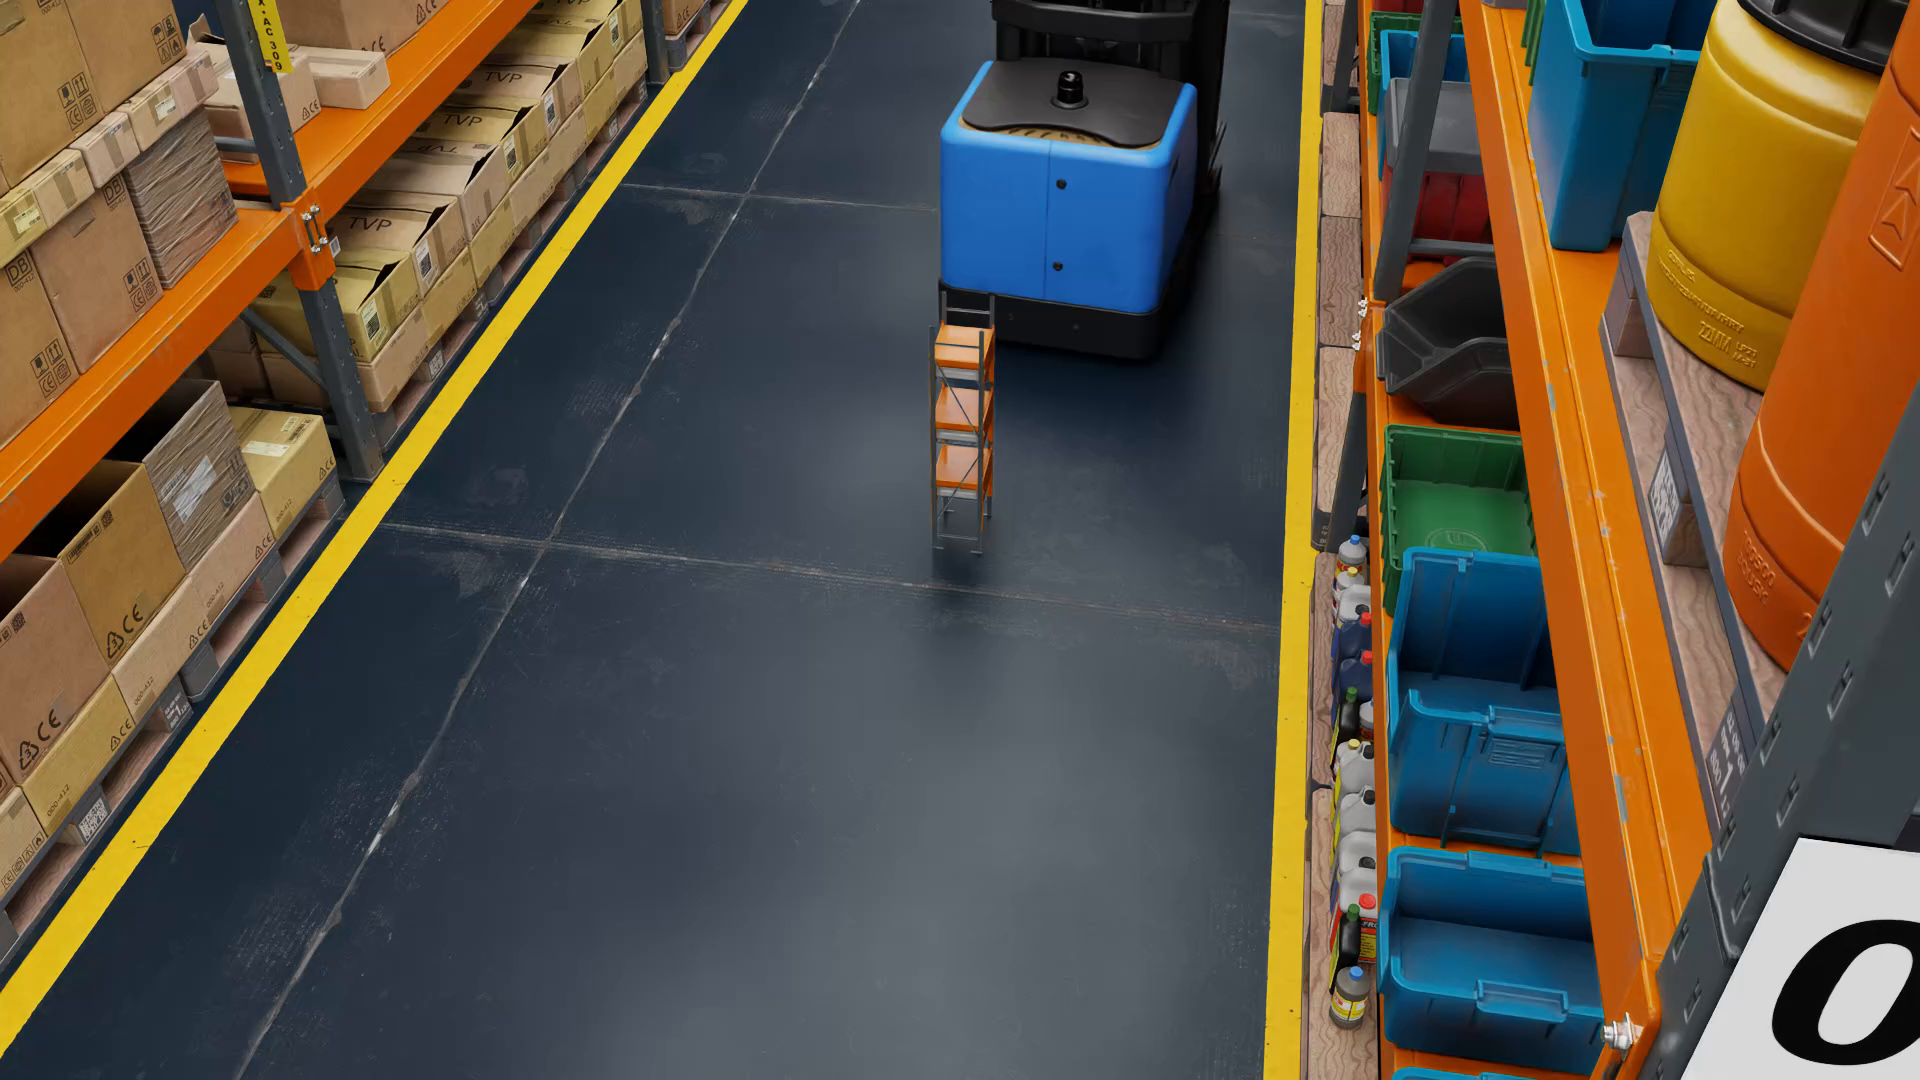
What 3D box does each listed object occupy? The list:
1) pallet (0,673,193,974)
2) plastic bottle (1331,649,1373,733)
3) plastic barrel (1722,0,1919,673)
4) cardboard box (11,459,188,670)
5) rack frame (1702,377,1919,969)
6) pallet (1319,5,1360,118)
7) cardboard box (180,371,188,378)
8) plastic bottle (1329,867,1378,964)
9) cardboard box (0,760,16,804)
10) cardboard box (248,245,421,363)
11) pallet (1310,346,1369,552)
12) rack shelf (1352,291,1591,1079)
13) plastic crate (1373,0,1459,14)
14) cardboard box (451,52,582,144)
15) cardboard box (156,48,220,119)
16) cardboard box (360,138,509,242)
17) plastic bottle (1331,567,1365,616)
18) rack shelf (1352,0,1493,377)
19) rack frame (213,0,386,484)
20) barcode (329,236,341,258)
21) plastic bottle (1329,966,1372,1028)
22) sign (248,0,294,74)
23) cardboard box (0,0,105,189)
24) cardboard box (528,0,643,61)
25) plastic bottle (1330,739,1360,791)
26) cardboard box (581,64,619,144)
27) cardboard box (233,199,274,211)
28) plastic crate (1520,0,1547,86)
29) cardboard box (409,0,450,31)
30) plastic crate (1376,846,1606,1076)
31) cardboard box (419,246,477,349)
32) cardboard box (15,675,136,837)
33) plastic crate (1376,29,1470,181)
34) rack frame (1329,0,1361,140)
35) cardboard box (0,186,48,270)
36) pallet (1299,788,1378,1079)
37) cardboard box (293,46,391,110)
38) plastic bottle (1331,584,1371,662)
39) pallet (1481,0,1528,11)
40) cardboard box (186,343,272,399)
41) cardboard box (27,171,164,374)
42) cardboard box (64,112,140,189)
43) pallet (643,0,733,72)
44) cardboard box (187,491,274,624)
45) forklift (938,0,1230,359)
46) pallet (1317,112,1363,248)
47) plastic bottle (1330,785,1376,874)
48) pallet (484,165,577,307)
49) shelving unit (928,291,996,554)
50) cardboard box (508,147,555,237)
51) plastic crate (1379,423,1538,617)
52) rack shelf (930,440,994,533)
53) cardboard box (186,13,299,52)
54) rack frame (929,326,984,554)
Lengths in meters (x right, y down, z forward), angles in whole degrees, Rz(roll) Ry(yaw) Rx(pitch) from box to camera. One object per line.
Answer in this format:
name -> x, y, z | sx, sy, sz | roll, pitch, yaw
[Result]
pallet -> -3.354, 0.850, 5.556 | 1.003, 0.211, 1.213 | 6, 40, 8
plastic bottle -> 1.330, 0.492, 5.534 | 0.144, 0.351, 0.185 | 5, 40, 6
plastic barrel -> 1.178, -0.231, 1.654 | 0.600, 0.830, 0.708 | 6, 40, 8
cardboard box -> -3.012, 0.064, 5.559 | 0.500, 0.500, 0.500 | 6, 40, 8
rack frame -> 1.219, -0.740, 0.583 | 1.000, 3.000, 0.127 | 6, 40, 8
pallet -> 2.699, -2.874, 10.060 | 1.003, 0.211, 1.213 | 6, 40, 8
cardboard box -> -3.355, -0.622, 6.388 | 0.500, 0.500, 0.500 | 6, 40, 8
plastic bottle -> 1.176, 1.096, 4.863 | 0.152, 0.276, 0.135 | 7, 40, 8
cardboard box -> -3.188, 0.691, 4.800 | 0.500, 0.500, 0.500 | 6, 40, 8
cardboard box -> -2.650, -1.037, 7.039 | 0.500, 0.311, 0.500 | 7, 40, 8
pallet -> 2.009, -0.361, 7.021 | 1.003, 0.211, 1.213 | 6, 40, 8
rack shelf -> 1.565, 0.594, 4.242 | 1.077, 0.370, 4.000 | 6, 40, 8
plastic crate -> 2.023, -2.493, 7.361 | 0.402, 0.464, 0.583 | 6, 40, 8
cardboard box -> -2.296, -2.316, 8.586 | 0.500, 0.311, 0.500 | 6, 40, 7
cardboard box -> -2.803, -1.581, 5.721 | 0.380, 0.149, 0.250 | 6, 40, 8
cardboard box -> -2.469, -1.676, 7.811 | 0.500, 0.311, 0.500 | 5, 40, 6
plastic bottle -> 1.407, 0.186, 6.022 | 0.097, 0.201, 0.097 | 0, 40, 0
rack shelf -> 2.258, -1.917, 7.279 | 1.077, 0.370, 4.000 | 6, 40, 8
rack frame -> -2.966, -1.487, 6.195 | 1.000, 3.000, 0.127 | 6, 40, 8
barcode -> -2.512, -1.178, 6.683 | 0.001, 0.075, 0.075 | 6, 40, 8
plastic bottle -> 1.105, 1.280, 4.699 | 0.097, 0.201, 0.097 | 0, 40, 0
sign -> -2.420, -1.791, 5.821 | 0.100, 0.325, 0.005 | 6, 40, 8
cardboard box -> -3.123, -1.429, 5.028 | 0.700, 0.500, 0.500 | 6, 40, 8
cardboard box -> -2.122, -2.960, 9.364 | 0.500, 0.311, 0.500 | 7, 40, 9
plastic bottle -> 1.258, 0.725, 5.370 | 0.097, 0.201, 0.097 | 0, 40, 0
cardboard box -> -2.211, -2.419, 9.150 | 0.500, 0.250, 0.500 | 6, 40, 7
cardboard box -> -3.095, -1.418, 7.500 | 0.500, 0.311, 0.500 | 7, 40, 9
plastic crate -> 1.370, -1.053, 3.482 | 0.336, 0.188, 0.450 | 6, 40, 8
cardboard box -> -2.640, -2.651, 7.524 | 0.500, 0.500, 0.500 | 6, 40, 8
plastic crate -> 1.129, 0.875, 3.454 | 0.499, 0.251, 0.408 | 6, 40, 8
cardboard box -> -2.563, -1.136, 7.598 | 0.500, 0.250, 0.500 | 7, 40, 9
cardboard box -> -3.086, 0.668, 5.416 | 0.500, 0.250, 0.500 | 6, 40, 8
plastic crate -> 1.796, -1.659, 6.415 | 0.392, 0.384, 0.575 | 6, 40, 8
rack frame -> 2.604, -3.449, 8.567 | 1.000, 3.000, 0.127 | 6, 40, 8
cardboard box -> -2.980, -0.943, 4.949 | 0.380, 0.149, 0.250 | 6, 40, 7
pallet -> 1.545, 1.321, 4.987 | 1.003, 0.211, 1.213 | 6, 40, 8
cardboard box -> -2.612, -1.924, 6.920 | 0.380, 0.149, 0.250 | 6, 40, 8
plastic bottle -> 1.396, 0.299, 5.826 | 0.152, 0.276, 0.135 | 8, 40, 9
pallet -> 1.883, -1.558, 4.075 | 1.213, 0.211, 1.003 | 6, 40, 8
cardboard box -> -3.180, -0.881, 7.290 | 0.500, 0.250, 0.500 | 6, 40, 7
cardboard box -> -3.122, -0.915, 5.424 | 0.700, 0.500, 0.500 | 6, 40, 7
cardboard box -> -2.890, -1.262, 5.335 | 0.380, 0.149, 0.250 | 5, 40, 6
pallet -> -2.108, -3.387, 10.681 | 1.003, 0.211, 1.213 | 6, 40, 8
cardboard box -> -2.928, 0.039, 6.178 | 0.500, 0.250, 0.500 | 6, 40, 8
forklift -> 0.783, -2.907, 7.966 | 1.130, 2.935, 3.031 | 10, 41, 12
pallet -> 2.431, -1.892, 8.873 | 1.003, 0.211, 1.213 | 6, 40, 8
plastic bottle -> 1.225, 0.876, 5.071 | 0.144, 0.351, 0.185 | 8, 40, 10
pallet -> -2.669, -1.647, 8.576 | 1.003, 0.211, 1.213 | 6, 40, 8
shelving unit -> 0.009, -0.438, 6.456 | 0.215, 1.050, 0.252 | 6, 40, 8
cardboard box -> -2.387, -1.780, 8.377 | 0.500, 0.250, 0.500 | 7, 40, 9
plastic crate -> 1.399, -0.036, 4.606 | 0.450, 0.188, 0.662 | 6, 40, 8
rack shelf -> 0.009, -0.216, 6.640 | 0.215, 0.259, 0.240 | 6, 40, 8
cardboard box -> -2.995, -2.007, 6.929 | 0.396, 0.266, 0.258 | 5, 40, 7
rack frame -> -0.012, -0.362, 6.363 | 0.200, 1.050, 0.008 | 6, 40, 8
